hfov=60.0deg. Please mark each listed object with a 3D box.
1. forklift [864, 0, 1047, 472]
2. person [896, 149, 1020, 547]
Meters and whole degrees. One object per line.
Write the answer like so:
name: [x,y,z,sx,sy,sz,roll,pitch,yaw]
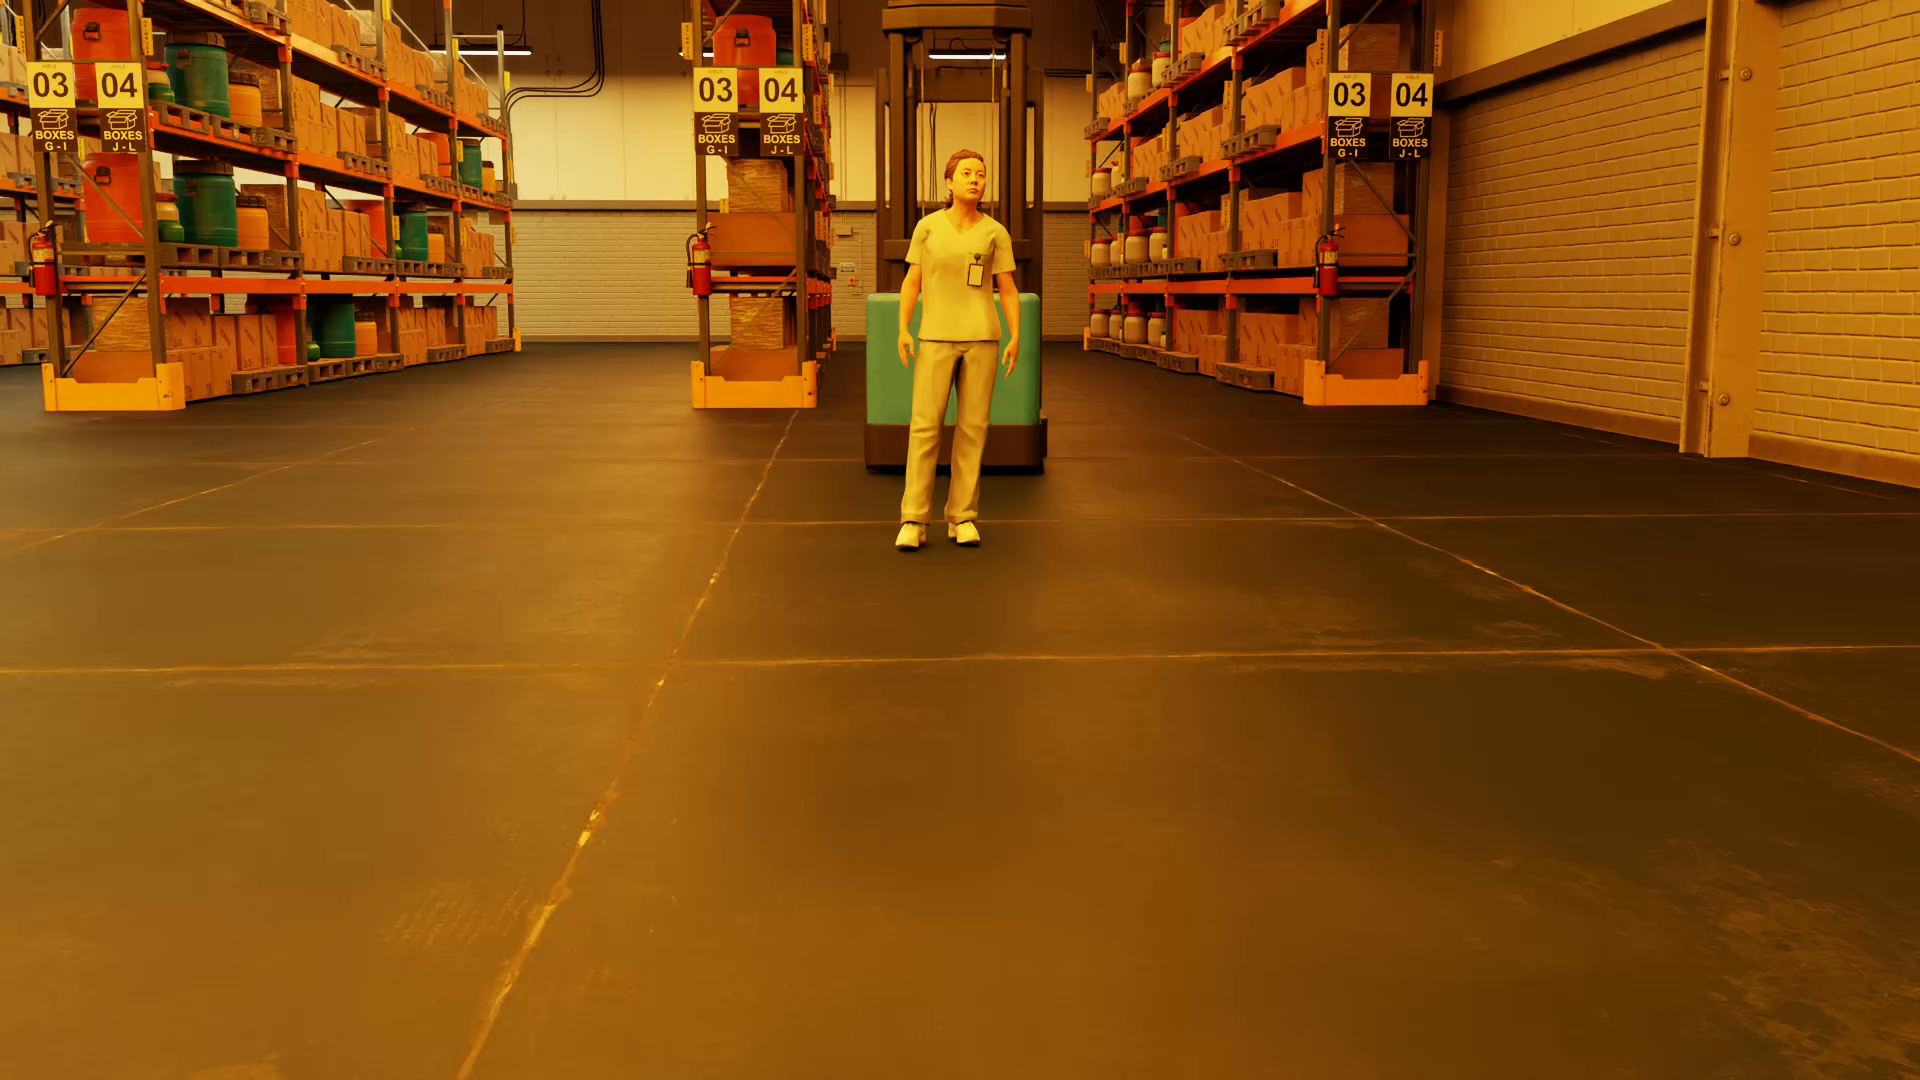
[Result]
forklift: [0.005,-2.038,11.059,1.130,2.935,3.031,0,8,2]
person: [-0.009,-0.820,7.113,0.549,1.663,0.548,-1,8,-4]
